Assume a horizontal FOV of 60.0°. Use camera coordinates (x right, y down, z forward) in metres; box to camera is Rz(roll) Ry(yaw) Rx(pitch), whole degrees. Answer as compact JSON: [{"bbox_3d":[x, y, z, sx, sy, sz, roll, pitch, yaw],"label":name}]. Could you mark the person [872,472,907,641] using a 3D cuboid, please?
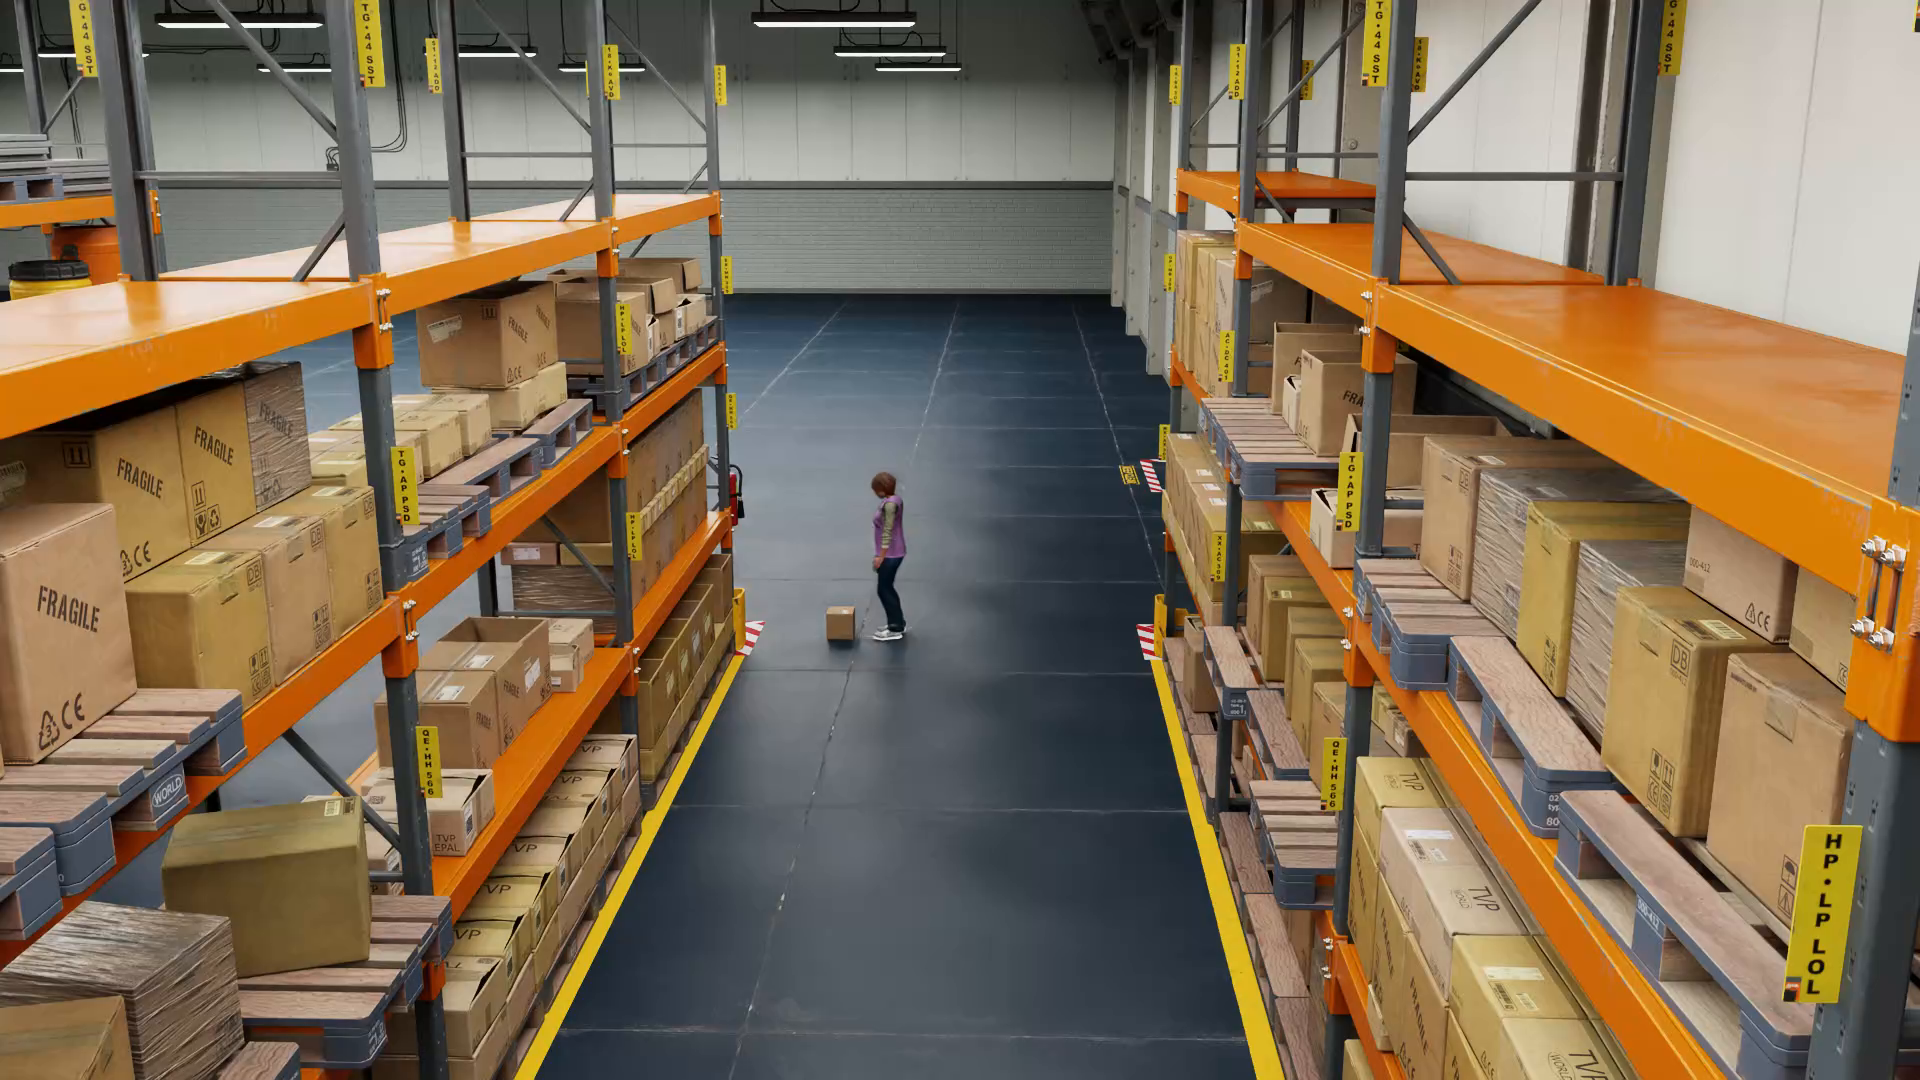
[{"bbox_3d":[-0.655,0.150,15.472,0.316,1.589,0.412,1,14,3],"label":"person"}]
